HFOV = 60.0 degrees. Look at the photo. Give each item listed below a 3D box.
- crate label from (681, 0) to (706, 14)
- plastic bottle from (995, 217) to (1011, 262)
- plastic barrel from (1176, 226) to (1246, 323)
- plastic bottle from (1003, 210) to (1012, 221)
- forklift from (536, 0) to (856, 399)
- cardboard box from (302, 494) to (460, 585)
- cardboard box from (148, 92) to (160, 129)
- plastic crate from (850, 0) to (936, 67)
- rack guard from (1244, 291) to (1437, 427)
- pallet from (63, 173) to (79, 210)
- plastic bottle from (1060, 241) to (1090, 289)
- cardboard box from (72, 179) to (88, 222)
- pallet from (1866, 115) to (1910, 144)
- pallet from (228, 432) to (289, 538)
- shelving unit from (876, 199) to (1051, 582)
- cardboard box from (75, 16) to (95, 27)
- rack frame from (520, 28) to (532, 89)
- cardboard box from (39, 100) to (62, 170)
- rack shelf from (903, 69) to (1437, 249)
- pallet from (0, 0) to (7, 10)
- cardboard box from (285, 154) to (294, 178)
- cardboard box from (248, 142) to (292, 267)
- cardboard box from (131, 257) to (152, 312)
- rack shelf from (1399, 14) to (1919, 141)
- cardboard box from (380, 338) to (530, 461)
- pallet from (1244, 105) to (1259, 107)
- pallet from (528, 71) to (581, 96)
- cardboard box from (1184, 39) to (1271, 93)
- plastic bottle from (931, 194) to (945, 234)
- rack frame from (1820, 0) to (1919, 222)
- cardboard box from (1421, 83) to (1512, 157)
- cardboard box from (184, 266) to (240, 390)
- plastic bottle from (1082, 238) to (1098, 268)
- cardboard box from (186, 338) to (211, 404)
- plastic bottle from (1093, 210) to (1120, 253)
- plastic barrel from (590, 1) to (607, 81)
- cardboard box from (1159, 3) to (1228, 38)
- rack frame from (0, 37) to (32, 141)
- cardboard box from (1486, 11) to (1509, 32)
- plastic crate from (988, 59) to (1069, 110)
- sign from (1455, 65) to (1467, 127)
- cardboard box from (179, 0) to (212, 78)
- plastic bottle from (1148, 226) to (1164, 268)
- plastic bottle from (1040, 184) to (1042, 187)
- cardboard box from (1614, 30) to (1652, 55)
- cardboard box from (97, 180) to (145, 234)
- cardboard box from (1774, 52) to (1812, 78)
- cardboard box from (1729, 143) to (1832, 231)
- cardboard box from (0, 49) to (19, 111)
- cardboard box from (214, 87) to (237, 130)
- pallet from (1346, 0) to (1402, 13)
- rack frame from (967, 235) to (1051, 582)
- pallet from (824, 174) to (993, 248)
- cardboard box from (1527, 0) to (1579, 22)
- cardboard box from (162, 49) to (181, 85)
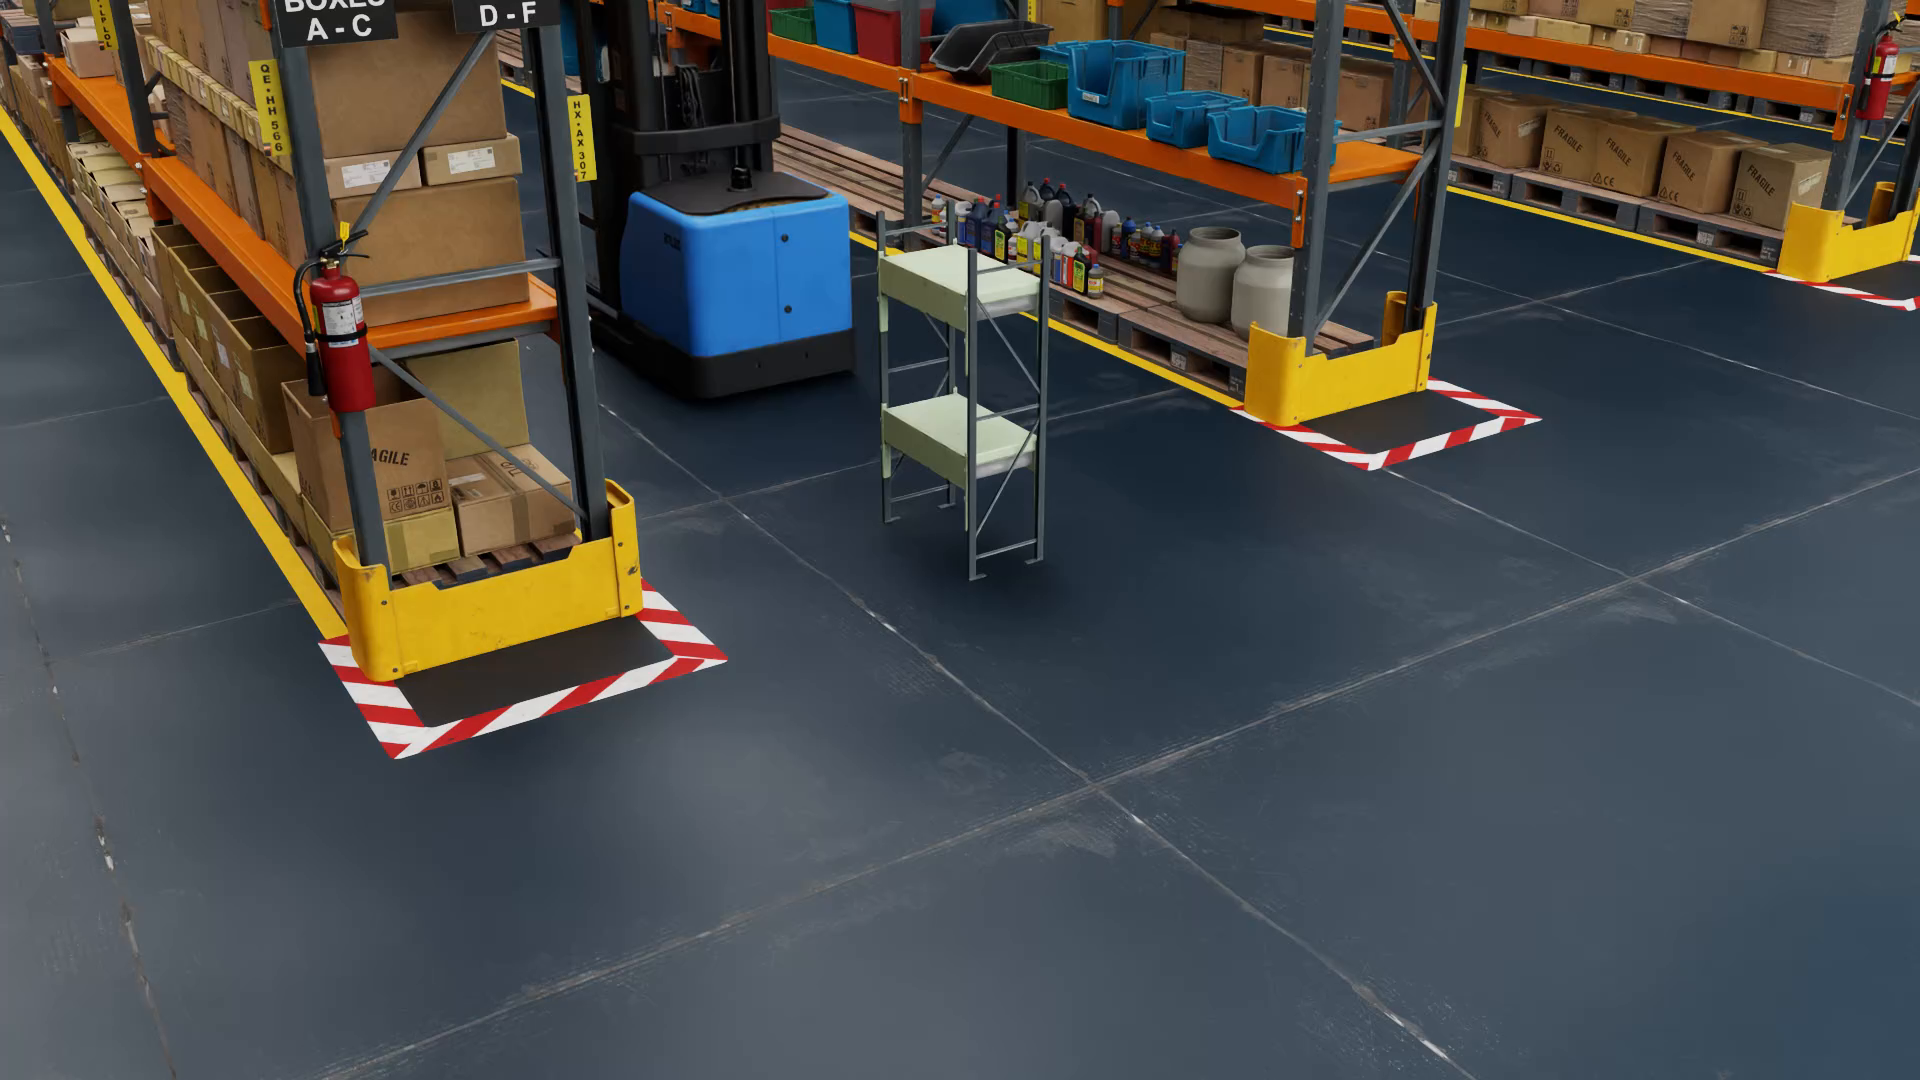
[{"bbox_3d":[-2.229,-4.691,14.370,0.303,0.233,0.416,-16,29,-30],"label":"crate label"},{"bbox_3d":[0.290,-2.023,11.189,0.061,0.283,0.133,-14,29,-27],"label":"plastic bottle"},{"bbox_3d":[1.526,-1.606,10.060,0.421,0.512,0.421,0,25,0],"label":"plastic barrel"},{"bbox_3d":[0.312,-2.131,11.430,0.097,0.271,0.097,0,25,0],"label":"plastic bottle"},{"bbox_3d":[-1.834,-2.692,10.020,1.130,2.935,3.031,-16,29,-30],"label":"forklift"},{"bbox_3d":[-2.470,-0.060,7.093,0.500,0.250,0.500,-16,29,-30],"label":"cardboard box"},{"bbox_3d":[-4.747,-2.632,9.970,0.396,0.266,0.258,-16,30,-31],"label":"cardboard box"},{"bbox_3d":[-0.482,-3.705,12.010,0.402,0.464,0.583,-16,29,-30],"label":"plastic crate"},{"bbox_3d":[2.142,-1.030,9.345,1.175,0.500,0.348,-16,29,-30],"label":"rack guard"},{"bbox_3d":[-6.673,-2.867,13.576,1.003,0.211,1.213,-16,29,-30],"label":"pallet"},{"bbox_3d":[0.738,-1.762,10.645,0.152,0.276,0.135,-15,29,-29],"label":"plastic bottle"},{"bbox_3d":[-6.257,-2.543,12.352,0.500,0.250,0.500,-16,29,-30],"label":"cardboard box"},{"bbox_3d":[9.419,-3.860,15.680,1.003,0.211,1.213,-16,29,-30],"label":"pallet"},{"bbox_3d":[-3.044,-0.430,8.413,1.003,0.211,1.213,-16,29,-30],"label":"pallet"},{"bbox_3d":[0.004,-0.676,7.425,0.431,1.500,0.755,-16,29,-30],"label":"shelving unit"},{"bbox_3d":[-6.135,-3.672,12.118,0.500,0.311,0.500,-14,28,-26],"label":"cardboard box"},{"bbox_3d":[-4.328,-6.436,17.870,1.000,3.000,0.127,-16,29,-30],"label":"rack frame"},{"bbox_3d":[-7.286,-3.386,13.821,0.500,0.500,0.500,-17,30,-31],"label":"cardboard box"},{"bbox_3d":[1.131,-2.534,10.446,1.077,0.370,4.000,-16,29,-30],"label":"rack shelf"},{"bbox_3d":[-8.136,-4.885,14.809,1.003,0.211,1.213,-16,29,-30],"label":"pallet"},{"bbox_3d":[-2.442,-1.515,6.568,0.380,0.149,0.250,-15,29,-28],"label":"cardboard box"},{"bbox_3d":[-2.731,-1.572,7.448,0.700,0.500,0.500,-15,29,-29],"label":"cardboard box"},{"bbox_3d":[-4.857,-1.630,10.418,0.500,0.250,0.500,-16,30,-30],"label":"cardboard box"},{"bbox_3d":[5.281,-3.688,12.891,1.077,0.370,4.000,-16,29,-30],"label":"rack shelf"},{"bbox_3d":[-2.311,-0.698,7.566,0.500,0.500,0.500,-16,29,-30],"label":"cardboard box"},{"bbox_3d":[3.093,-4.183,16.363,1.003,0.211,1.213,-16,29,-30],"label":"pallet"},{"bbox_3d":[-3.942,-4.889,17.860,1.003,0.211,1.213,-16,29,-30],"label":"pallet"},{"bbox_3d":[2.701,-4.798,16.812,0.700,0.500,0.500,-18,31,-34],"label":"cardboard box"},{"bbox_3d":[-0.154,-2.324,11.839,0.097,0.271,0.097,0,25,0],"label":"plastic bottle"},{"bbox_3d":[6.372,-3.298,11.223,1.000,3.000,0.127,-16,29,-30],"label":"rack frame"},{"bbox_3d":[4.374,-3.636,14.374,0.500,0.500,0.500,-17,30,-31],"label":"cardboard box"},{"bbox_3d":[-3.576,-1.111,8.439,0.500,0.500,0.500,-16,29,-30],"label":"cardboard box"},{"bbox_3d":[0.827,-1.791,10.696,0.061,0.283,0.133,-16,29,-30],"label":"plastic bottle"},{"bbox_3d":[-3.845,-0.951,8.981,0.500,0.250,0.500,-16,29,-30],"label":"cardboard box"},{"bbox_3d":[0.999,-2.135,11.435,0.152,0.276,0.135,-15,29,-29],"label":"plastic bottle"},{"bbox_3d":[-3.659,-5.225,17.271,0.600,0.901,0.708,-16,29,-30],"label":"plastic barrel"},{"bbox_3d":[2.396,-5.334,17.071,0.500,0.250,0.500,-14,29,-28],"label":"cardboard box"},{"bbox_3d":[-8.480,-5.283,15.427,1.000,3.000,0.127,-16,29,-30],"label":"rack frame"},{"bbox_3d":[4.484,-4.206,13.439,0.380,0.149,0.250,-16,29,-30],"label":"cardboard box"},{"bbox_3d":[0.544,-2.927,10.686,0.450,0.188,0.662,-16,29,-30],"label":"plastic crate"},{"bbox_3d":[2.686,-2.396,8.987,0.100,0.325,0.005,-16,29,-30],"label":"sign"},{"bbox_3d":[-3.316,-2.536,7.972,0.700,0.500,0.500,-16,29,-30],"label":"cardboard box"},{"bbox_3d":[1.307,-1.953,11.053,0.097,0.271,0.097,0,25,0],"label":"plastic bottle"},{"bbox_3d":[0.578,-2.450,12.092,0.061,0.283,0.133,-14,29,-27],"label":"plastic bottle"},{"bbox_3d":[5.137,-3.750,12.475,0.380,0.149,0.250,-16,29,-30],"label":"cardboard box"},{"bbox_3d":[-5.405,-2.244,11.062,0.500,0.311,0.500,-16,30,-30],"label":"cardboard box"},{"bbox_3d":[5.908,-3.328,11.580,0.380,0.149,0.250,-16,29,-30],"label":"cardboard box"},{"bbox_3d":[6.046,-2.585,12.148,0.500,0.500,0.500,-10,27,-20],"label":"cardboard box"},{"bbox_3d":[-9.029,-4.489,16.158,0.500,0.500,0.500,-16,29,-30],"label":"cardboard box"},{"bbox_3d":[-3.146,-1.976,7.545,0.380,0.149,0.250,-16,30,-30],"label":"cardboard box"},{"bbox_3d":[3.894,-4.949,14.945,1.003,0.211,1.213,-16,29,-30],"label":"pallet"},{"bbox_3d":[0.203,-0.545,7.147,0.400,1.500,0.023,-16,29,-30],"label":"rack frame"},{"bbox_3d":[-0.422,-2.585,12.979,1.003,0.211,1.213,-16,29,-30],"label":"pallet"},{"bbox_3d":[4.984,-4.391,13.072,0.875,0.500,0.500,-16,29,-30],"label":"cardboard box"},{"bbox_3d":[-3.849,-2.437,8.522,0.380,0.149,0.250,-16,30,-31],"label":"cardboard box"}]
